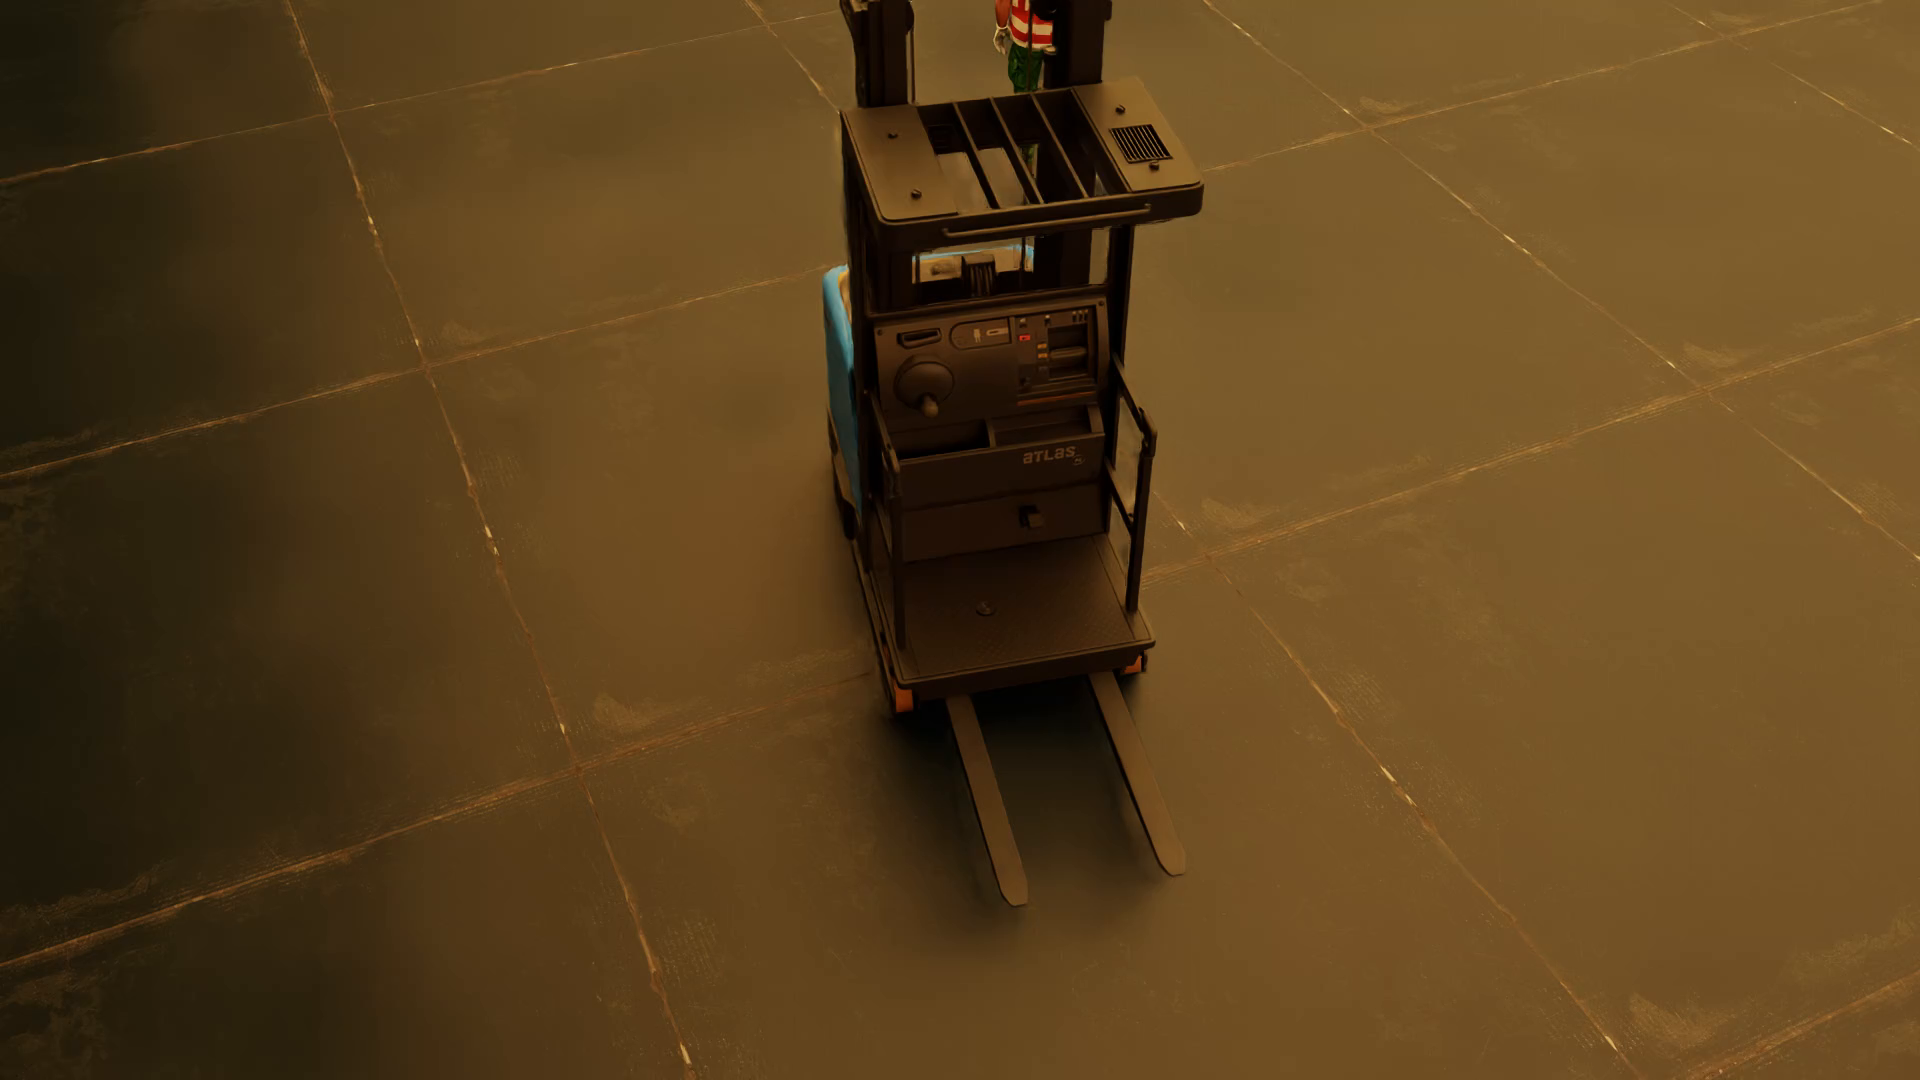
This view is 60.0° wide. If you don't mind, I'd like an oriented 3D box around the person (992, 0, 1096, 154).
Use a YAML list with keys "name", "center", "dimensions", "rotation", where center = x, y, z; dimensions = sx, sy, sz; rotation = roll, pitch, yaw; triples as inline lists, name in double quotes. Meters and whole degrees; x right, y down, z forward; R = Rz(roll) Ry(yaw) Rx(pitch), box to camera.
- name: "person"
  center: [0.493, -2.965, 9.704]
  dimensions: [0.618, 1.778, 0.452]
  rotation: [5, 43, 5]

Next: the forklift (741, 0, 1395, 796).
- name: "forklift"
  center: [0.445, -0.788, 6.525]
  dimensions: [3.031, 2.935, 1.130]
  rotation: [32, 52, 30]
